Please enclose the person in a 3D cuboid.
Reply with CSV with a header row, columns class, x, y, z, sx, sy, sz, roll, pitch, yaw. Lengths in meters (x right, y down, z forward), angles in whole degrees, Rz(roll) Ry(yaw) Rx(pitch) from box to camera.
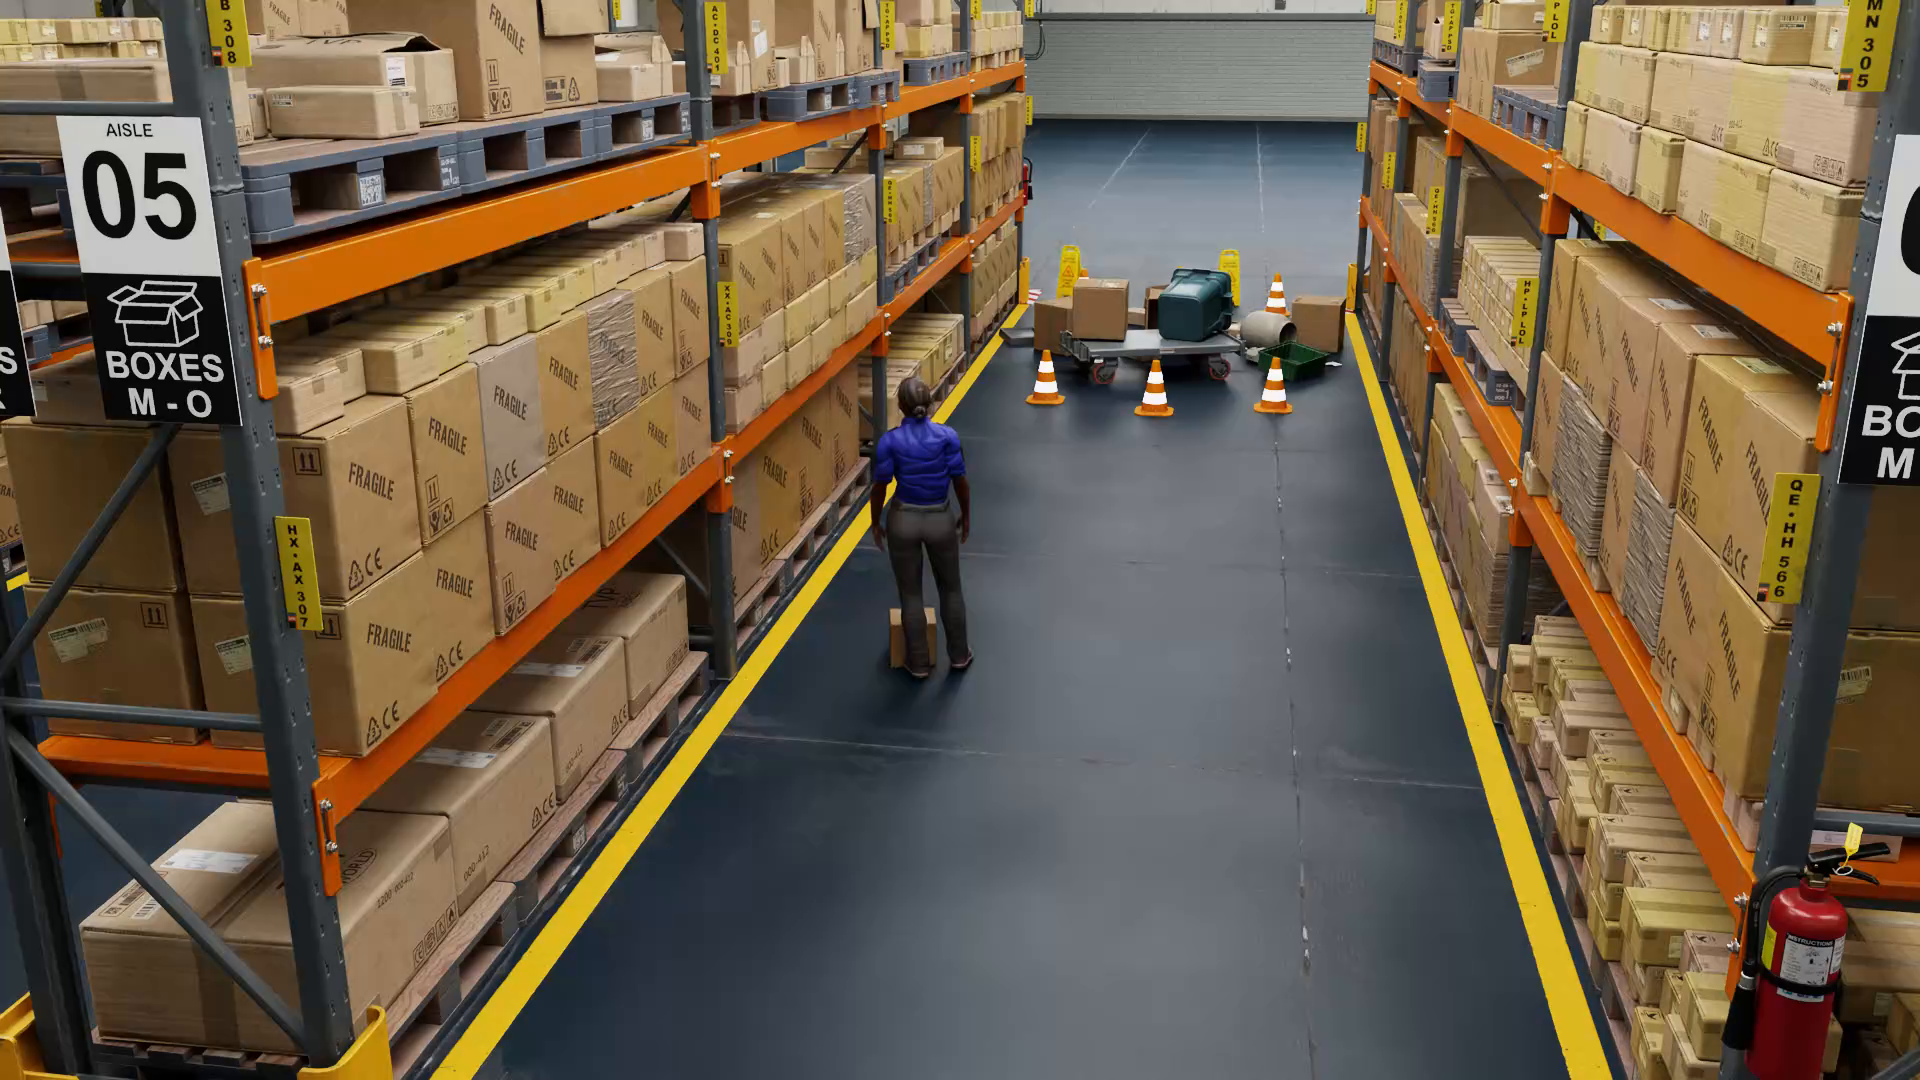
class,x,y,z,sx,sy,sz,roll,pitch,yaw
person,-0.194,-0.082,8.788,0.565,1.654,0.505,-1,18,-4
